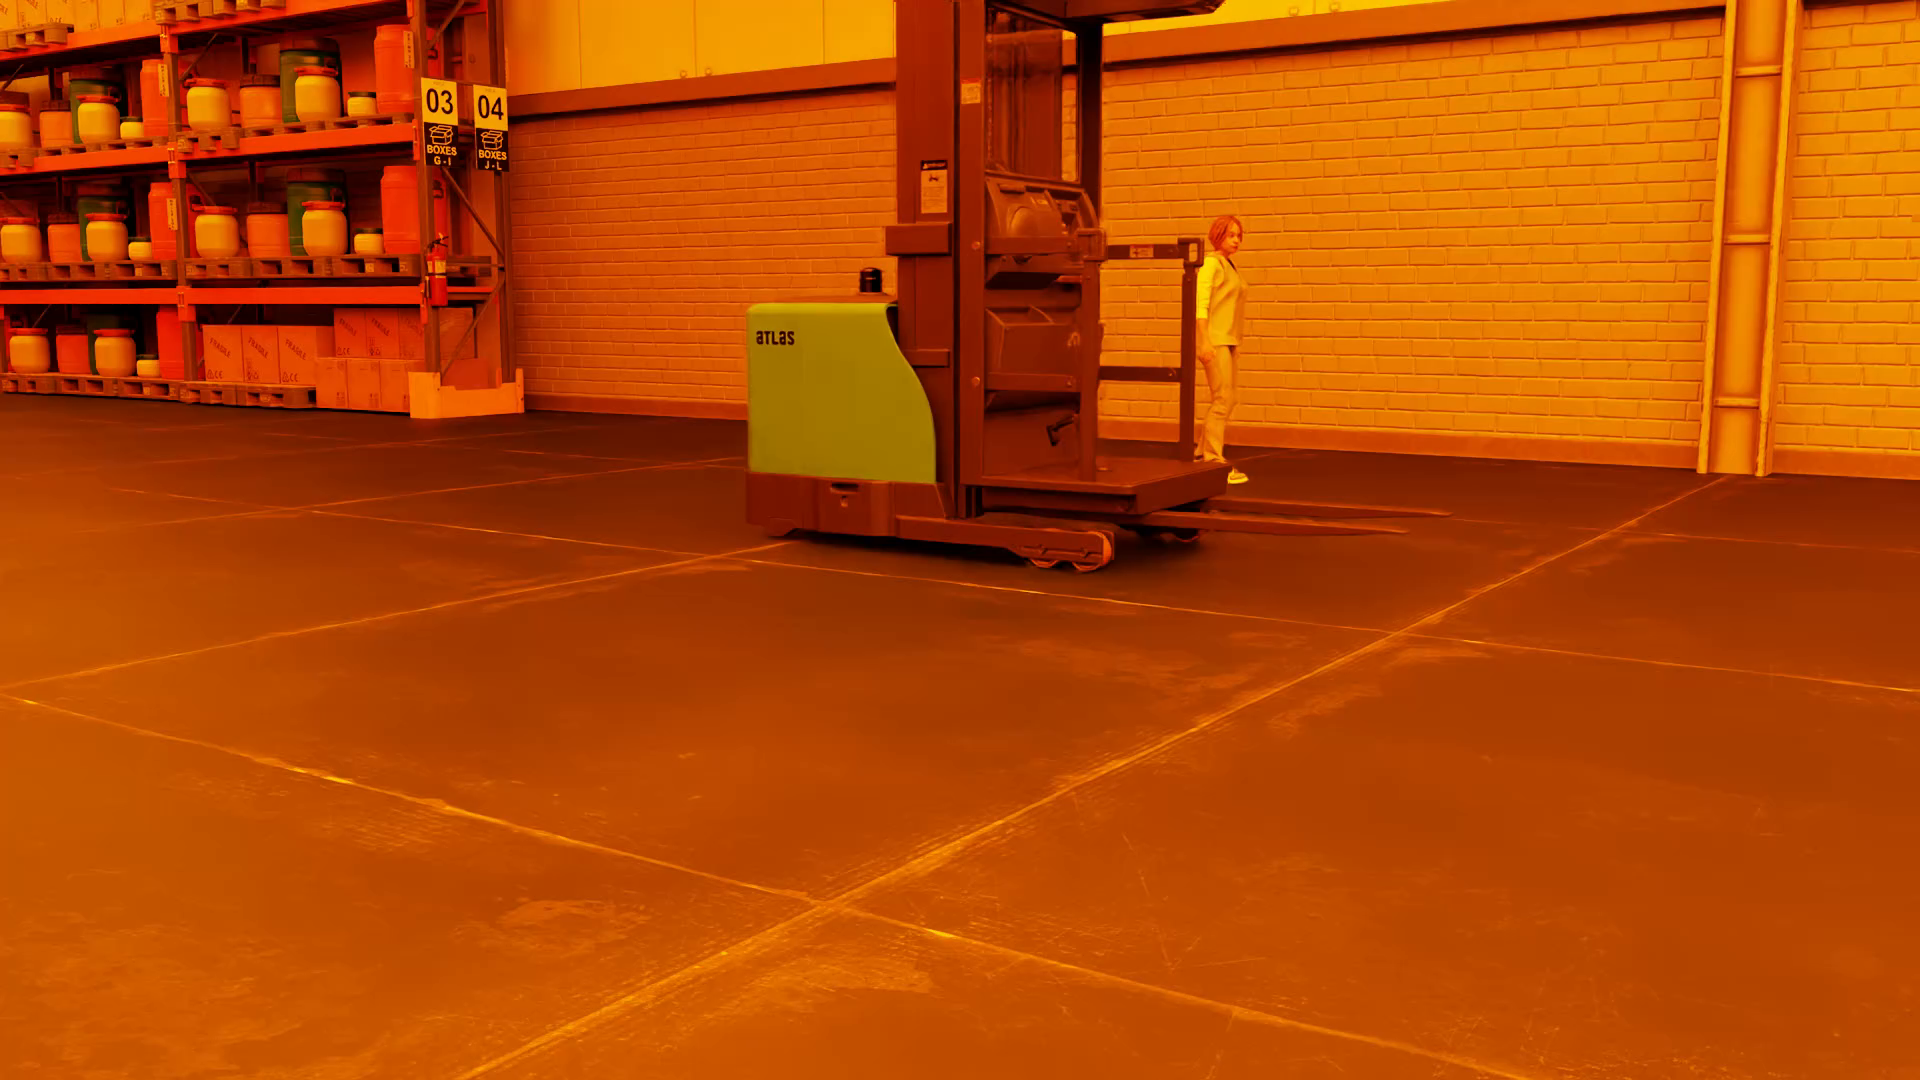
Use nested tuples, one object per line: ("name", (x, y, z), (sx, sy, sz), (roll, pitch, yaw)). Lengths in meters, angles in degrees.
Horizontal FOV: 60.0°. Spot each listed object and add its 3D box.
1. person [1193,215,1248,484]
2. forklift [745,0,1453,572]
("person", (1.592, -1.150, 10.035), (0.382, 1.596, 0.546), (3, 9, 22))
("forklift", (0.542, -1.408, 7.095), (3.031, 2.935, 1.130), (5, 9, 31))
